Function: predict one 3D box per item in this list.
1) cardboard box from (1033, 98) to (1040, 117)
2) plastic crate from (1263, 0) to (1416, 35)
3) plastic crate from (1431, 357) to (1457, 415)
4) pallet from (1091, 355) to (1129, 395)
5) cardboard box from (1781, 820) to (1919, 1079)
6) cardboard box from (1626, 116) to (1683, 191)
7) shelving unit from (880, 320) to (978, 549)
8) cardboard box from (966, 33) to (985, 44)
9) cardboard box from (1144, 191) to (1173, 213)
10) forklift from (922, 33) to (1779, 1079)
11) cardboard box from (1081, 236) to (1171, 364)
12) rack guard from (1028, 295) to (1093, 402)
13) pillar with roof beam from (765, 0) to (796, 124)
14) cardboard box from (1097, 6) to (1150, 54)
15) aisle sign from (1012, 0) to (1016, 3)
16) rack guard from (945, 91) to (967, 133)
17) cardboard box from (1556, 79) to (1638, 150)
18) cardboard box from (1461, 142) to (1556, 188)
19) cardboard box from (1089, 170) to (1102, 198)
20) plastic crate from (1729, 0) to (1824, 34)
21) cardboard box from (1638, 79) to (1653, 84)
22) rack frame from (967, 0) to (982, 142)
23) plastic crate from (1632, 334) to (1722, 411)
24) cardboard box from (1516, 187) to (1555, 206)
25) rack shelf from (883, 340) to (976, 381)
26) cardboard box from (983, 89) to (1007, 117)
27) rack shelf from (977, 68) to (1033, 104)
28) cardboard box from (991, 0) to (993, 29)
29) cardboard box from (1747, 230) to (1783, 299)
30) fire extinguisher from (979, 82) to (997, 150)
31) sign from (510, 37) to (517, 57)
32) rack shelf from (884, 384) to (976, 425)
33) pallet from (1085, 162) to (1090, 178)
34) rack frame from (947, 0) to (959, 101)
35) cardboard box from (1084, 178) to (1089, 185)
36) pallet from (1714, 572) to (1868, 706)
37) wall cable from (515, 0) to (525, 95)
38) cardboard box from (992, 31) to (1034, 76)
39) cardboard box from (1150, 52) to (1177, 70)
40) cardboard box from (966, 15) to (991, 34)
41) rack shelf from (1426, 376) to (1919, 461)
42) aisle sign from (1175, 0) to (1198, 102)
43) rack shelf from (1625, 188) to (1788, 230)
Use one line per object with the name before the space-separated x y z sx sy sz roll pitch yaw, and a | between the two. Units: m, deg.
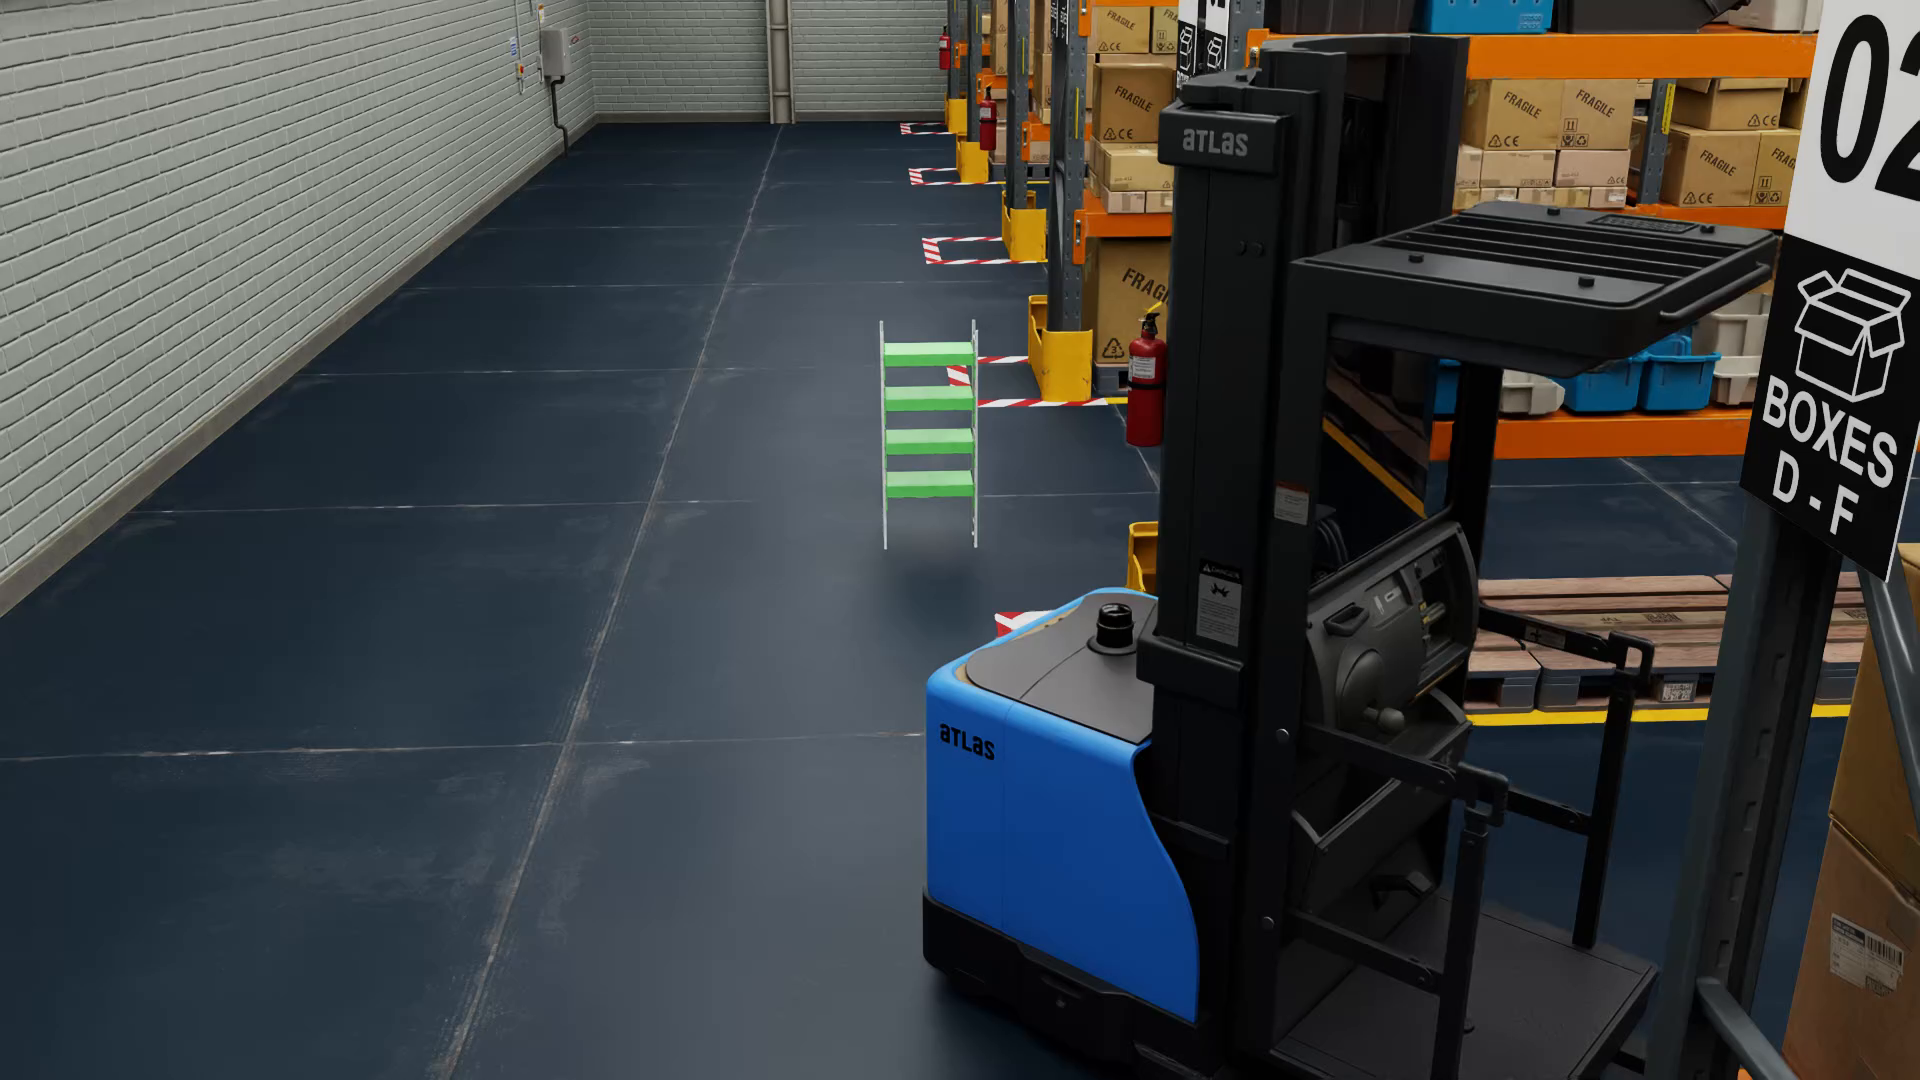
cardboard box | 0.871 -4.332 16.637 0.250 0.149 0.380 -1 21 -3
plastic crate | 1.427 -2.069 6.306 0.590 0.269 0.497 -1 21 -3
plastic crate | 1.950 -0.670 6.817 0.300 0.233 0.416 -1 21 -3
pallet | 1.538 -1.319 12.289 1.213 0.211 1.003 -1 21 -3
cardboard box | 1.738 0.788 2.695 0.500 0.500 0.500 -1 21 -1
cardboard box | 5.189 -2.813 12.153 0.500 0.500 0.500 -1 21 -3
shelving unit | -0.165 -0.557 8.899 0.503 1.200 0.258 -1 21 -3
cardboard box | 0.235 -7.654 25.361 0.250 0.149 0.380 -1 21 -3
cardboard box | 1.374 -2.357 11.448 0.250 0.149 0.380 -1 21 -4
forklift | 1.335 0.244 4.360 3.031 2.935 1.130 17 26 37
cardboard box | 1.379 -1.823 12.090 0.875 0.875 0.875 -1 21 -3
rack guard | 0.720 -1.410 12.121 0.348 0.500 1.175 -1 21 -3
pillar with roof beam | -2.606 -9.402 21.168 0.400 9.000 9.100 -1 21 -3
cardboard box | 1.529 -4.923 15.871 0.500 0.500 0.500 -1 21 -1
aisle sign | 0.506 -5.449 15.565 0.004 0.787 0.394 -1 21 -3
rack guard | -0.033 -6.695 26.004 0.348 0.500 1.175 -1 21 -3
cardboard box | 4.294 -2.975 11.457 0.500 0.500 0.500 -1 21 -1
cardboard box | 3.795 -2.615 11.566 0.500 0.250 0.500 -1 21 -1
cardboard box | 1.081 -2.585 12.049 0.250 0.149 0.380 -1 21 -2
plastic crate | 3.257 -2.101 6.374 0.530 0.282 0.437 -1 21 -3
cardboard box | 6.536 -4.519 16.119 0.250 0.149 0.380 -2 21 -4
rack frame | 0.179 -6.099 20.924 0.127 3.000 1.000 -1 21 -3
plastic crate | 2.907 -0.690 6.868 0.300 0.233 0.416 -1 21 -3
cardboard box | 3.939 -2.409 11.586 0.250 0.149 0.380 -2 21 -4
rack shelf | -0.165 -0.946 8.751 0.480 0.148 0.258 -1 21 -3
cardboard box | 0.508 -6.870 25.869 0.637 0.503 0.797 -2 21 -5
rack shelf | 2.175 -5.803 21.159 4.000 0.370 1.077 -1 21 -3
cardboard box | 0.646 -6.707 20.976 0.500 0.500 0.500 0 21 -1
cardboard box | 5.376 -1.883 12.247 0.875 0.875 1.225 -1 21 -3
fire extinguisher | 0.284 -4.291 16.808 0.183 0.674 0.296 -1 21 -3
sign | -5.508 -6.084 20.505 0.001 0.218 0.327 -1 21 -3
rack shelf | -0.165 -0.722 8.836 0.480 0.148 0.258 -1 21 -3
pallet | 2.188 -4.863 21.598 1.213 0.211 1.003 -1 21 -3
rack frame | -0.108 -7.862 25.555 0.127 3.000 1.000 -1 21 -3
cardboard box | 1.330 -3.570 16.862 0.250 0.149 0.380 -1 21 -2
pallet | 4.289 0.432 7.690 1.213 0.211 1.003 -1 21 -3
wall cable | -5.450 -6.465 20.415 0.123 1.953 0.585 -1 21 -3
cardboard box | 0.674 -6.053 20.664 0.500 0.500 0.500 -1 21 -3
cardboard box | 2.049 -4.465 16.073 0.500 0.500 0.500 -1 21 -2
cardboard box | 0.360 -7.844 25.302 0.500 0.250 0.500 -1 21 -3
rack shelf | 3.024 -0.523 7.291 4.000 0.370 1.077 -1 21 -3
aisle sign | 0.939 -2.137 6.863 0.004 0.787 0.394 -1 21 -3
rack shelf | 6.735 -2.364 12.126 4.000 0.370 1.077 -1 21 -3
